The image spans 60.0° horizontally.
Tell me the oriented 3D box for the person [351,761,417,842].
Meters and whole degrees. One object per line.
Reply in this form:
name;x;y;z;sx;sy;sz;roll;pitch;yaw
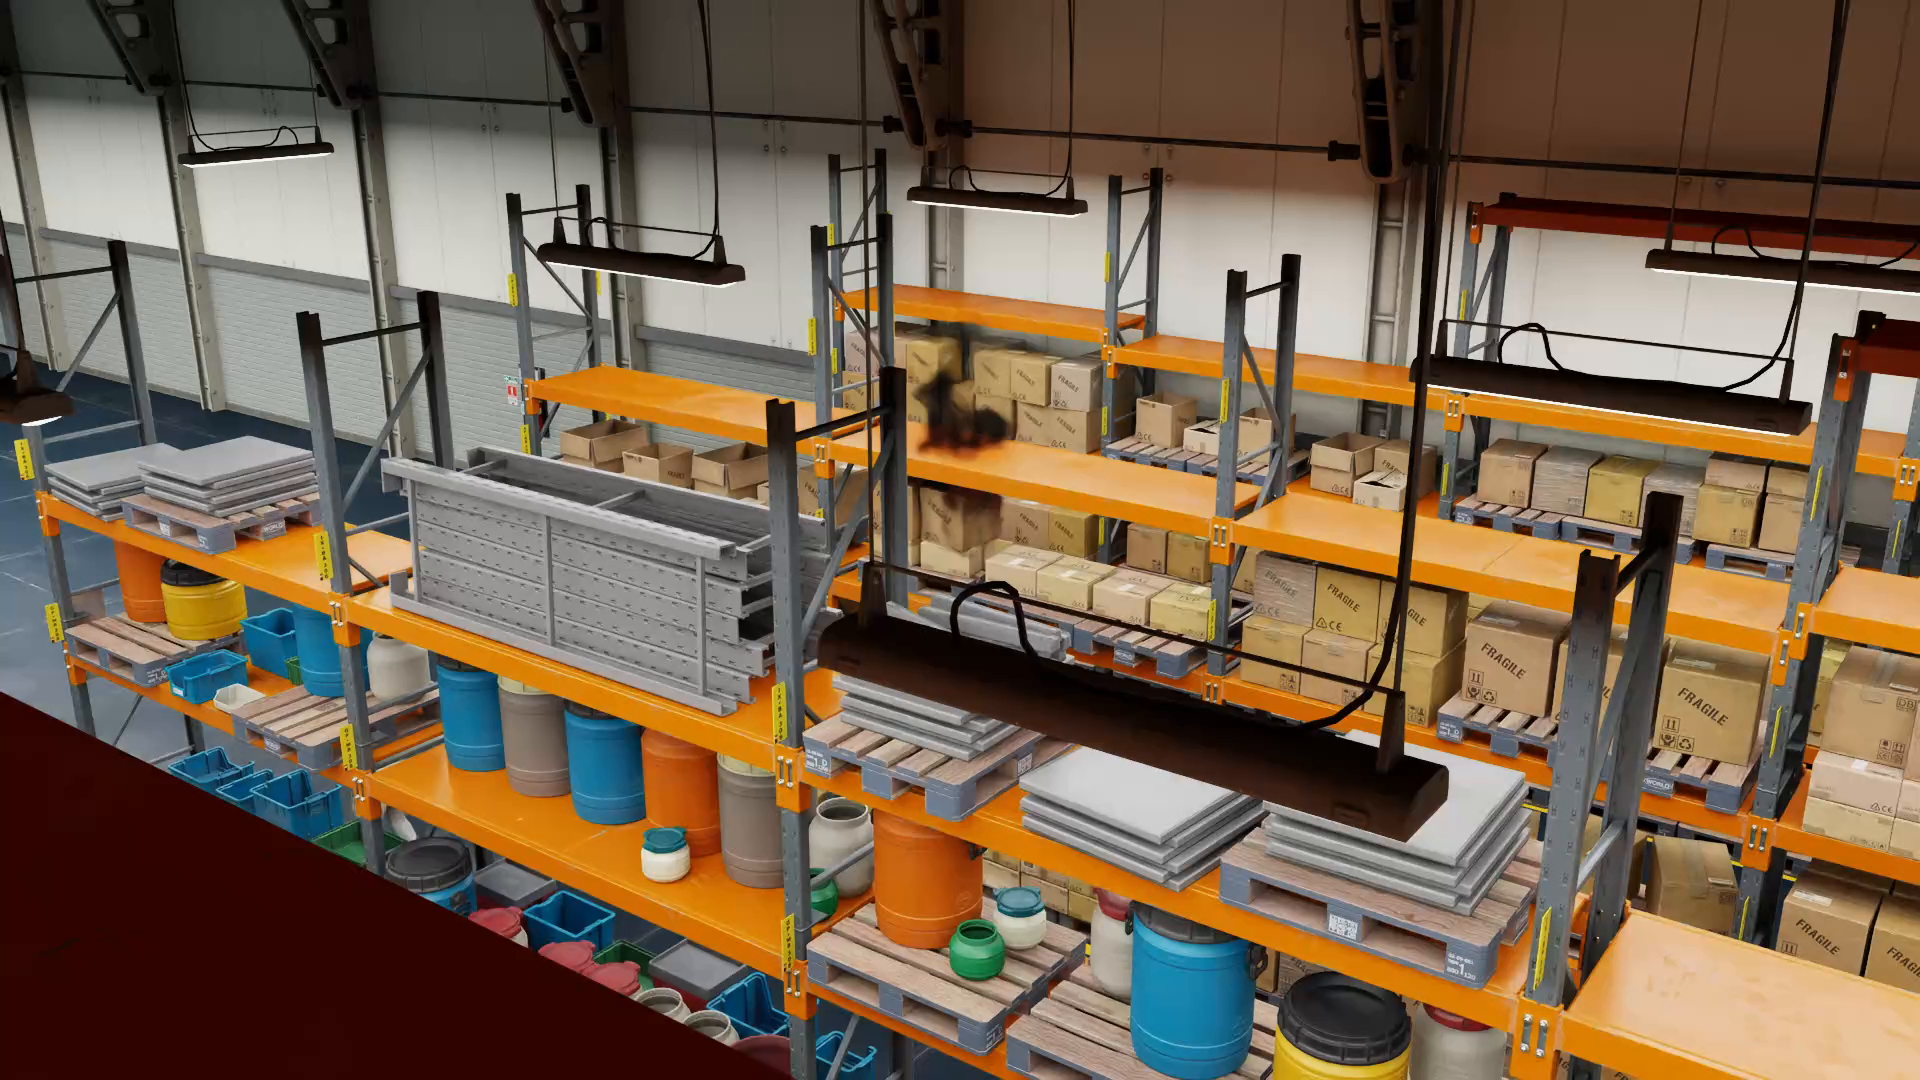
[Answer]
person;-5.330;2.235;15.347;0.802;1.672;0.694;12;22;31
